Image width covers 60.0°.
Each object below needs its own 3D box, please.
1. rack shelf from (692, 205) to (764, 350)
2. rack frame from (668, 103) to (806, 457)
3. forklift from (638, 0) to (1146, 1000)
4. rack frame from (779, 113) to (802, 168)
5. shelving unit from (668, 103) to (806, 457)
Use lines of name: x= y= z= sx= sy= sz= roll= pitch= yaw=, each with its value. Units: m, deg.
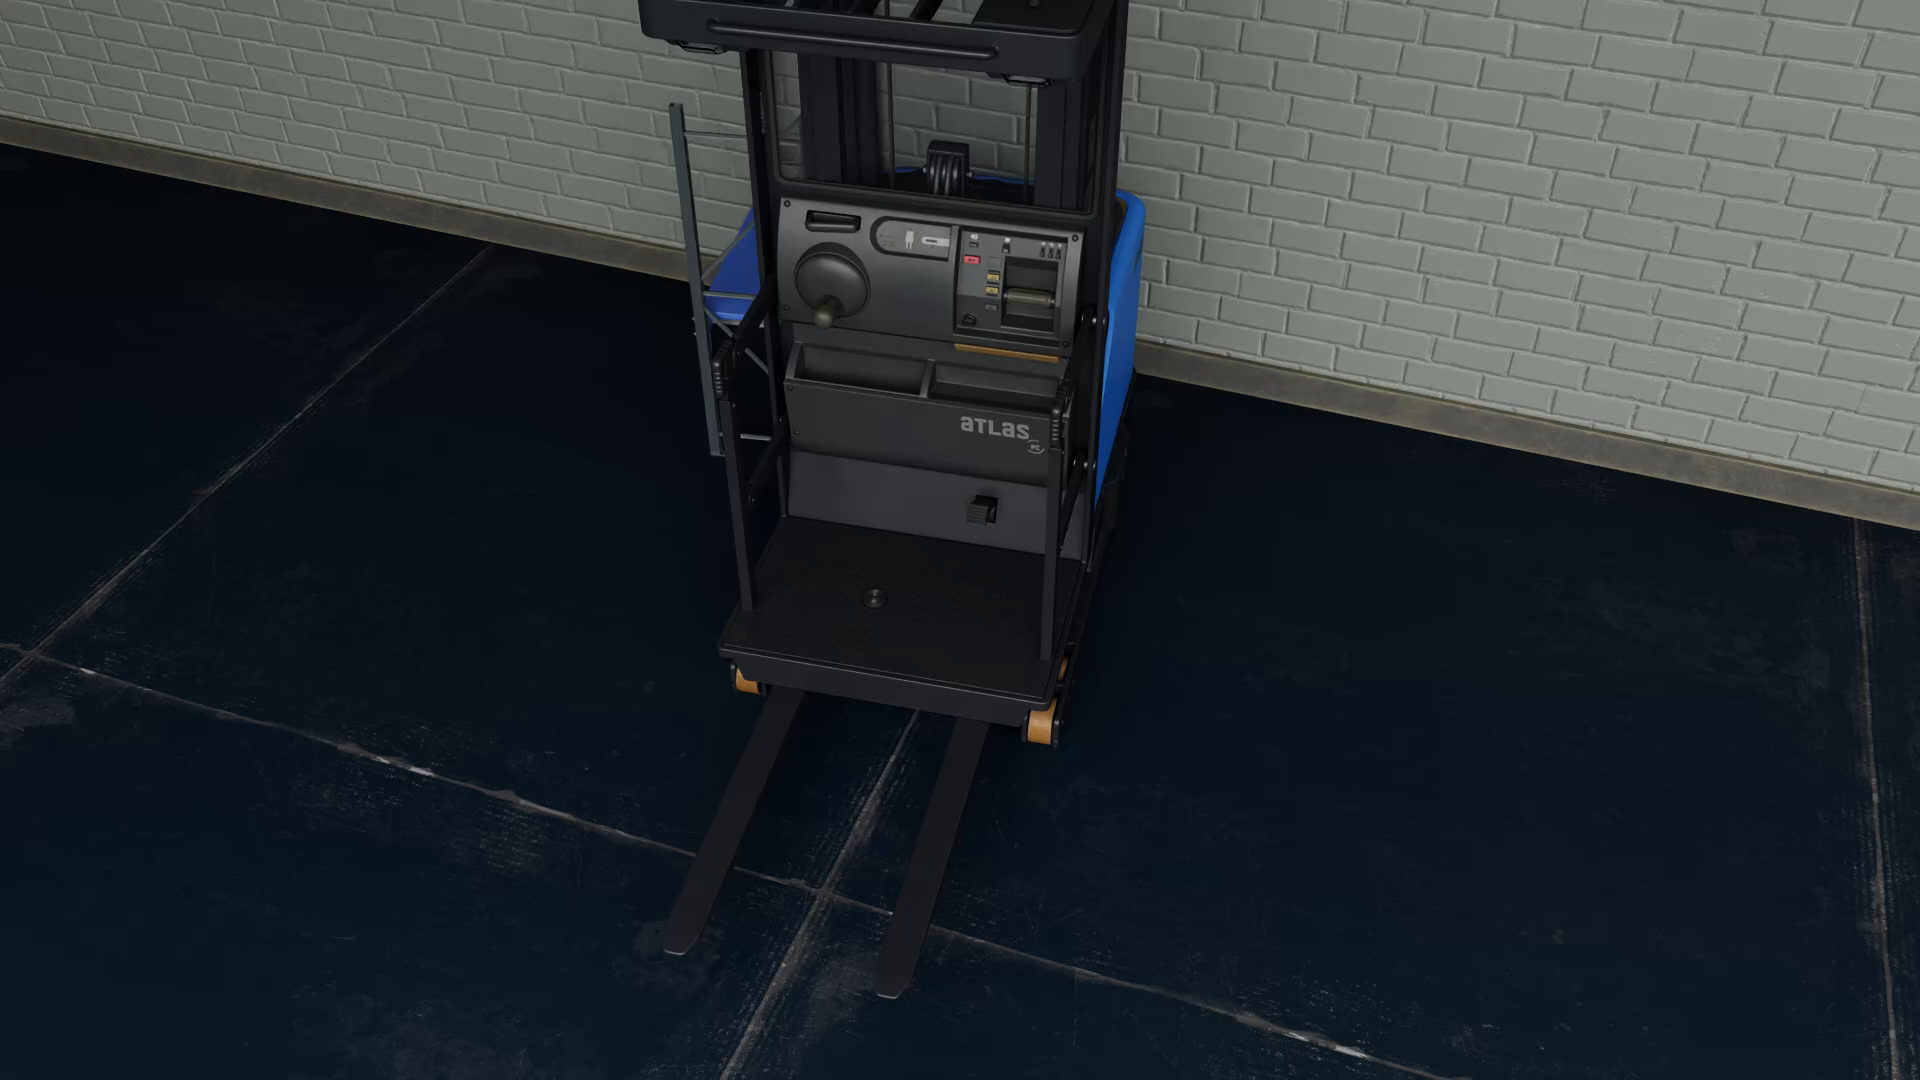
rack shelf: x=-0.665 y=-1.081 z=6.639 sx=0.538 sy=0.185 sz=1.000 roll=6 pitch=41 yaw=7
rack frame: x=-0.747 y=-0.892 z=6.140 sx=0.500 sy=1.500 sz=0.032 roll=6 pitch=41 yaw=7
forklift: x=-0.145 y=-0.719 z=4.835 sx=1.130 sy=2.935 sz=3.031 roll=9 pitch=41 yaw=10
rack frame: x=-0.583 y=-1.543 z=6.903 sx=0.500 sy=1.500 sz=0.032 roll=6 pitch=41 yaw=7
shelving unit: x=-0.665 y=-1.218 z=6.522 sx=0.538 sy=1.500 sz=1.048 roll=6 pitch=41 yaw=7
